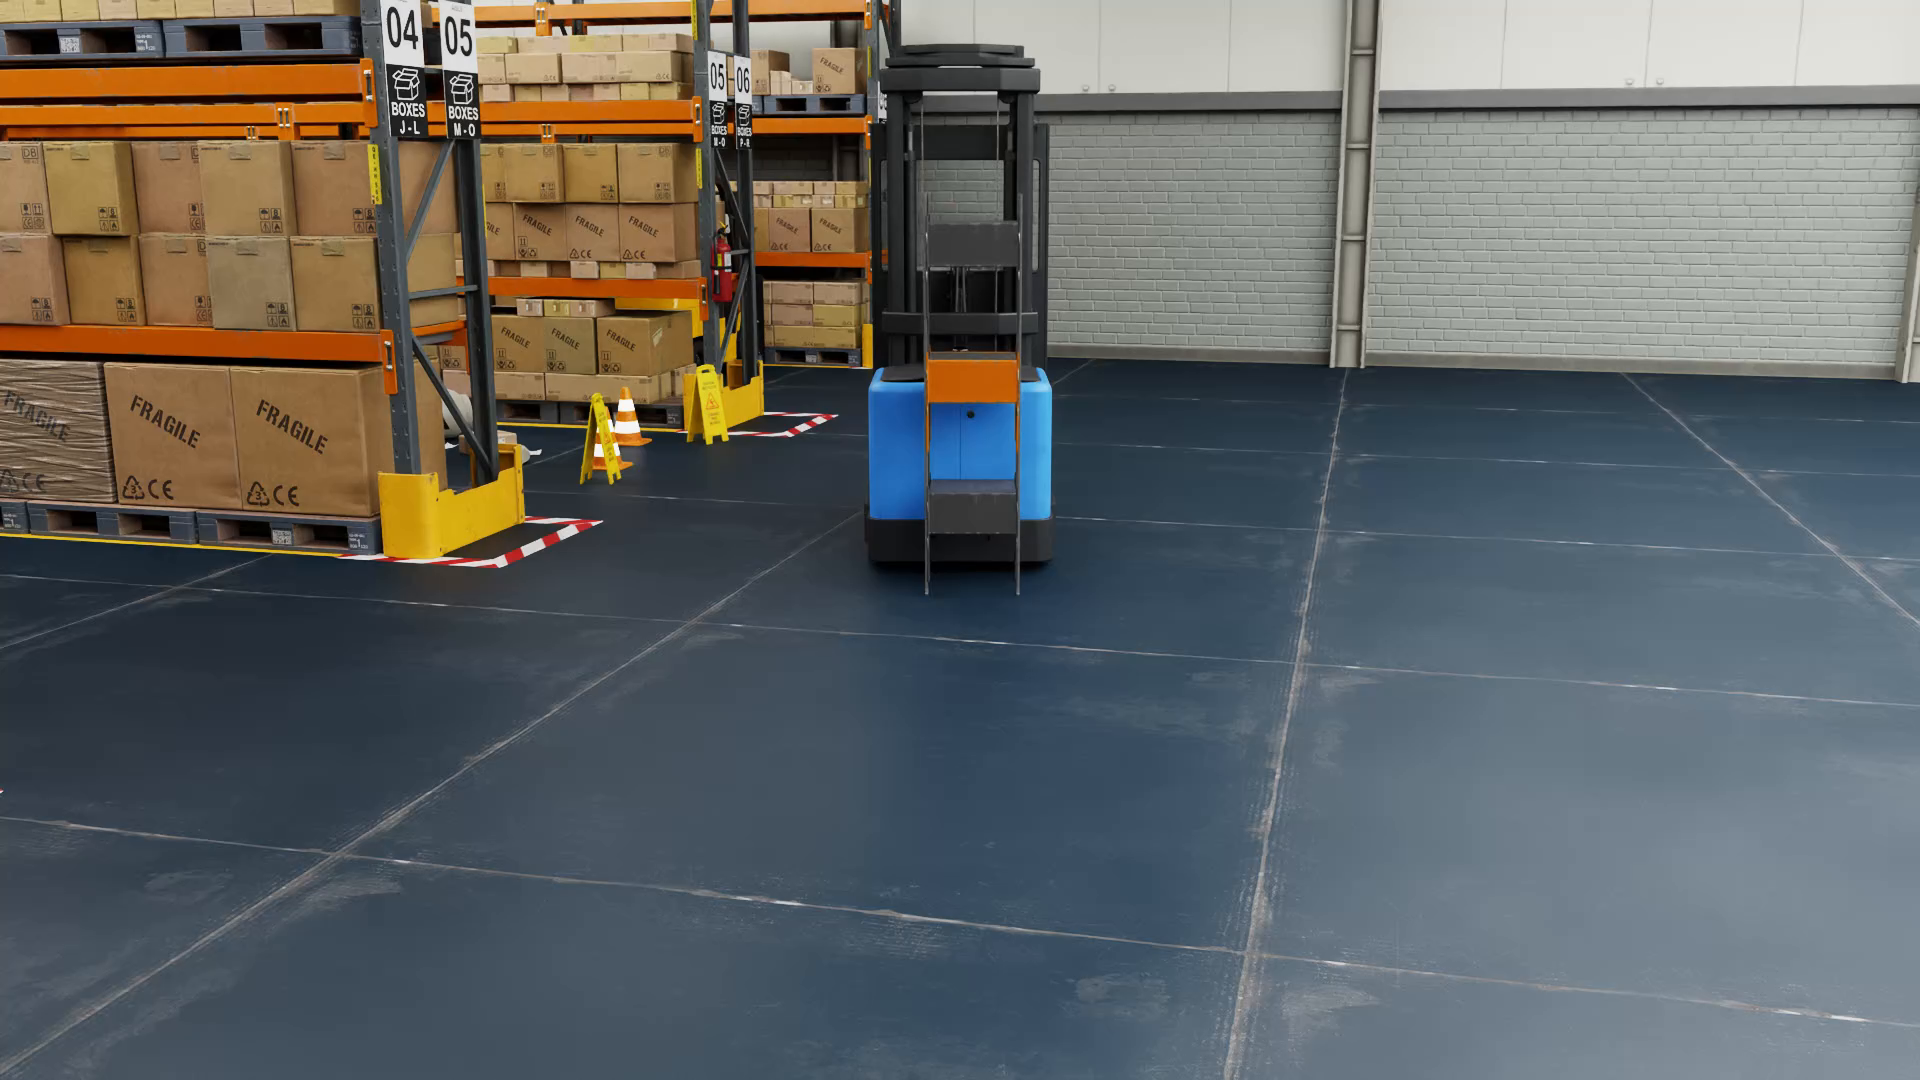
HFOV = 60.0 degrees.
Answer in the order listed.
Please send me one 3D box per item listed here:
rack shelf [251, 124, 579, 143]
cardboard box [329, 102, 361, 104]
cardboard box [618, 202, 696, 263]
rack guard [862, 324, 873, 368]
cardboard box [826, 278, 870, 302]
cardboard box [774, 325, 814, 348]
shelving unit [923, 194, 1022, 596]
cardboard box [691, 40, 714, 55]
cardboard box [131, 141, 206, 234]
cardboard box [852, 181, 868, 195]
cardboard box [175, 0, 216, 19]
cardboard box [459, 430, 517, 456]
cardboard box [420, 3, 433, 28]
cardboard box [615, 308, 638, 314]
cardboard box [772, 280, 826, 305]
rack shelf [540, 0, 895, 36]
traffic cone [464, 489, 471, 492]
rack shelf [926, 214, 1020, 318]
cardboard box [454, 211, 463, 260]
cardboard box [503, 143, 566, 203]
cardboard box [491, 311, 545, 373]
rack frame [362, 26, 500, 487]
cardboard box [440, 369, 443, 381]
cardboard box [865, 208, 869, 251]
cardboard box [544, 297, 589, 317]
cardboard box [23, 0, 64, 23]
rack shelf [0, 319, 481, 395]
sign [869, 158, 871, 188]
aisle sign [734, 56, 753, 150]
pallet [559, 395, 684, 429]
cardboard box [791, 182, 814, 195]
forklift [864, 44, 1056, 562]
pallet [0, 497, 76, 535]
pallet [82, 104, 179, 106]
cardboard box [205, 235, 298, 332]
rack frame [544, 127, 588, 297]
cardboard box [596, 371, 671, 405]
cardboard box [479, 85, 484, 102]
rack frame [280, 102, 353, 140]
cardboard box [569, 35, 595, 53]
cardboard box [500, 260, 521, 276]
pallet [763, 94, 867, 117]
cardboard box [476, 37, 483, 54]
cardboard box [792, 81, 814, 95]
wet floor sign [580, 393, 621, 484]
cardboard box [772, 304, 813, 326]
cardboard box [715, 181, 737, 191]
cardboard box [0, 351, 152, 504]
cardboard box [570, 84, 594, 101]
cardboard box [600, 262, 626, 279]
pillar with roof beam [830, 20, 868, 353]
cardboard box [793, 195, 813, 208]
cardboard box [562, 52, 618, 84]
[{"bbox_3d":[-6.686,-4.995,20.559,4.000,0.370,1.077,3,13,14],"label":"rack shelf"},{"bbox_3d":[-5.446,-3.982,14.913,0.250,0.149,0.380,3,13,14],"label":"cardboard box"},{"bbox_3d":[-2.639,-2.691,14.520,0.500,0.500,0.500,3,13,13],"label":"cardboard box"},{"bbox_3d":[-0.837,-2.349,19.668,0.348,0.500,1.175,3,13,14],"label":"rack guard"},{"bbox_3d":[-1.282,-2.986,19.839,0.500,0.250,0.500,3,13,13],"label":"cardboard box"},{"bbox_3d":[-1.873,-2.419,19.591,0.500,0.250,0.500,3,13,14],"label":"cardboard box"},{"bbox_3d":[0.068,-0.771,8.860,0.503,2.100,0.431,0,13,1],"label":"shelving unit"},{"bbox_3d":[-2.343,-4.319,14.590,0.250,0.149,0.380,3,13,13],"label":"cardboard box"},{"bbox_3d":[-4.552,-2.175,10.273,0.550,0.550,0.875,3,13,14],"label":"cardboard box"},{"bbox_3d":[-1.136,-4.144,19.570,0.250,0.149,0.380,3,13,12],"label":"cardboard box"},{"bbox_3d":[-4.278,-3.062,9.563,0.250,0.149,0.380,3,13,14],"label":"cardboard box"},{"bbox_3d":[-3.802,-0.778,13.398,0.250,0.149,0.380,12,17,43],"label":"cardboard box"},{"bbox_3d":[-3.390,-3.161,10.012,0.250,0.149,0.380,3,13,14],"label":"cardboard box"},{"bbox_3d":[-3.295,-1.883,15.442,0.500,0.500,0.500,3,13,11],"label":"cardboard box"},{"bbox_3d":[-1.880,-2.905,19.473,0.500,0.250,0.500,3,13,15],"label":"cardboard box"},{"bbox_3d":[-2.802,-6.057,19.342,4.000,0.370,1.077,3,13,14],"label":"rack shelf"},{"bbox_3d":[-3.310,-0.568,11.727,0.334,0.463,0.336,3,13,14],"label":"traffic cone"},{"bbox_3d":[0.068,-1.441,8.711,0.480,0.518,0.431,0,13,1],"label":"rack shelf"},{"bbox_3d":[-4.592,-2.797,14.997,0.500,0.500,0.500,3,13,13],"label":"cardboard box"},{"bbox_3d":[-3.604,-3.222,14.606,0.500,0.500,0.700,3,13,13],"label":"cardboard box"},{"bbox_3d":[-3.882,-1.796,15.052,0.500,0.500,0.500,3,13,12],"label":"cardboard box"},{"bbox_3d":[-3.134,-1.481,9.982,0.127,3.000,1.000,3,13,14],"label":"rack frame"},{"bbox_3d":[-4.901,-1.484,15.377,0.500,0.250,0.500,4,13,17],"label":"cardboard box"},{"bbox_3d":[-1.275,-3.704,19.771,0.500,0.500,0.500,3,13,15],"label":"cardboard box"},{"bbox_3d":[-3.502,-2.078,14.822,0.250,0.149,0.380,3,13,14],"label":"cardboard box"},{"bbox_3d":[-5.269,-3.114,9.800,0.250,0.149,0.380,3,13,14],"label":"cardboard box"},{"bbox_3d":[-5.076,-1.233,10.527,4.000,0.370,1.077,3,13,14],"label":"rack shelf"},{"bbox_3d":[-1.004,-4.138,18.741,0.005,0.325,0.100,3,13,14],"label":"sign"},{"bbox_3d":[-1.912,-3.858,14.695,0.004,0.787,0.394,3,13,14],"label":"aisle sign"},{"bbox_3d":[-2.900,-1.219,15.240,1.213,0.211,1.003,3,13,14],"label":"pallet"},{"bbox_3d":[-1.766,-4.070,19.237,0.250,0.149,0.380,3,13,15],"label":"cardboard box"},{"bbox_3d":[-0.001,-1.567,10.528,1.130,2.935,3.031,0,13,0],"label":"forklift"},{"bbox_3d":[-6.298,-0.271,10.967,1.213,0.211,1.003,3,13,14],"label":"pallet"},{"bbox_3d":[-7.511,-4.215,15.813,1.003,0.211,1.213,3,13,14],"label":"pallet"},{"bbox_3d":[-4.045,-1.587,10.117,0.550,0.550,0.875,3,13,14],"label":"cardboard box"},{"bbox_3d":[-4.744,-3.778,20.338,0.127,3.000,1.000,3,13,14],"label":"rack frame"},{"bbox_3d":[-2.919,-1.376,14.889,0.500,0.250,0.500,3,13,13],"label":"cardboard box"},{"bbox_3d":[-4.187,-3.928,14.668,0.250,0.149,0.380,3,13,14],"label":"cardboard box"},{"bbox_3d":[-5.930,-2.734,15.633,0.127,3.000,1.000,3,13,14],"label":"rack frame"},{"bbox_3d":[-3.173,-4.268,14.360,0.250,0.149,0.380,3,13,14],"label":"cardboard box"},{"bbox_3d":[-3.940,-2.462,14.985,0.250,0.149,0.380,3,13,14],"label":"cardboard box"},{"bbox_3d":[-1.541,-5.034,19.277,1.213,0.211,1.003,3,13,14],"label":"pallet"},{"bbox_3d":[-4.173,-4.317,14.580,0.250,0.149,0.380,3,13,15],"label":"cardboard box"},{"bbox_3d":[-1.738,-5.145,18.955,0.250,0.149,0.380,3,13,12],"label":"cardboard box"},{"bbox_3d":[-2.632,-0.746,12.107,0.232,0.644,0.267,1,13,4],"label":"wet floor sign"},{"bbox_3d":[-1.893,-2.665,19.546,0.500,0.250,0.500,3,13,13],"label":"cardboard box"},{"bbox_3d":[-2.750,-4.134,19.527,0.250,0.149,0.380,3,13,14],"label":"cardboard box"},{"bbox_3d":[-5.548,-0.763,10.681,0.875,0.875,0.875,3,13,14],"label":"cardboard box"},{"bbox_3d":[-3.189,-3.882,14.462,0.250,0.149,0.380,3,13,14],"label":"cardboard box"},{"bbox_3d":[-2.977,-2.386,14.643,0.250,0.149,0.380,3,13,13],"label":"cardboard box"},{"bbox_3d":[-2.352,-5.820,15.690,0.400,9.000,9.100,3,13,14],"label":"pillar with roof beam"},{"bbox_3d":[-1.757,-3.929,19.288,0.250,0.149,0.380,3,13,15],"label":"cardboard box"},{"bbox_3d":[-3.093,-4.062,14.352,0.500,0.250,0.500,3,13,13],"label":"cardboard box"}]
